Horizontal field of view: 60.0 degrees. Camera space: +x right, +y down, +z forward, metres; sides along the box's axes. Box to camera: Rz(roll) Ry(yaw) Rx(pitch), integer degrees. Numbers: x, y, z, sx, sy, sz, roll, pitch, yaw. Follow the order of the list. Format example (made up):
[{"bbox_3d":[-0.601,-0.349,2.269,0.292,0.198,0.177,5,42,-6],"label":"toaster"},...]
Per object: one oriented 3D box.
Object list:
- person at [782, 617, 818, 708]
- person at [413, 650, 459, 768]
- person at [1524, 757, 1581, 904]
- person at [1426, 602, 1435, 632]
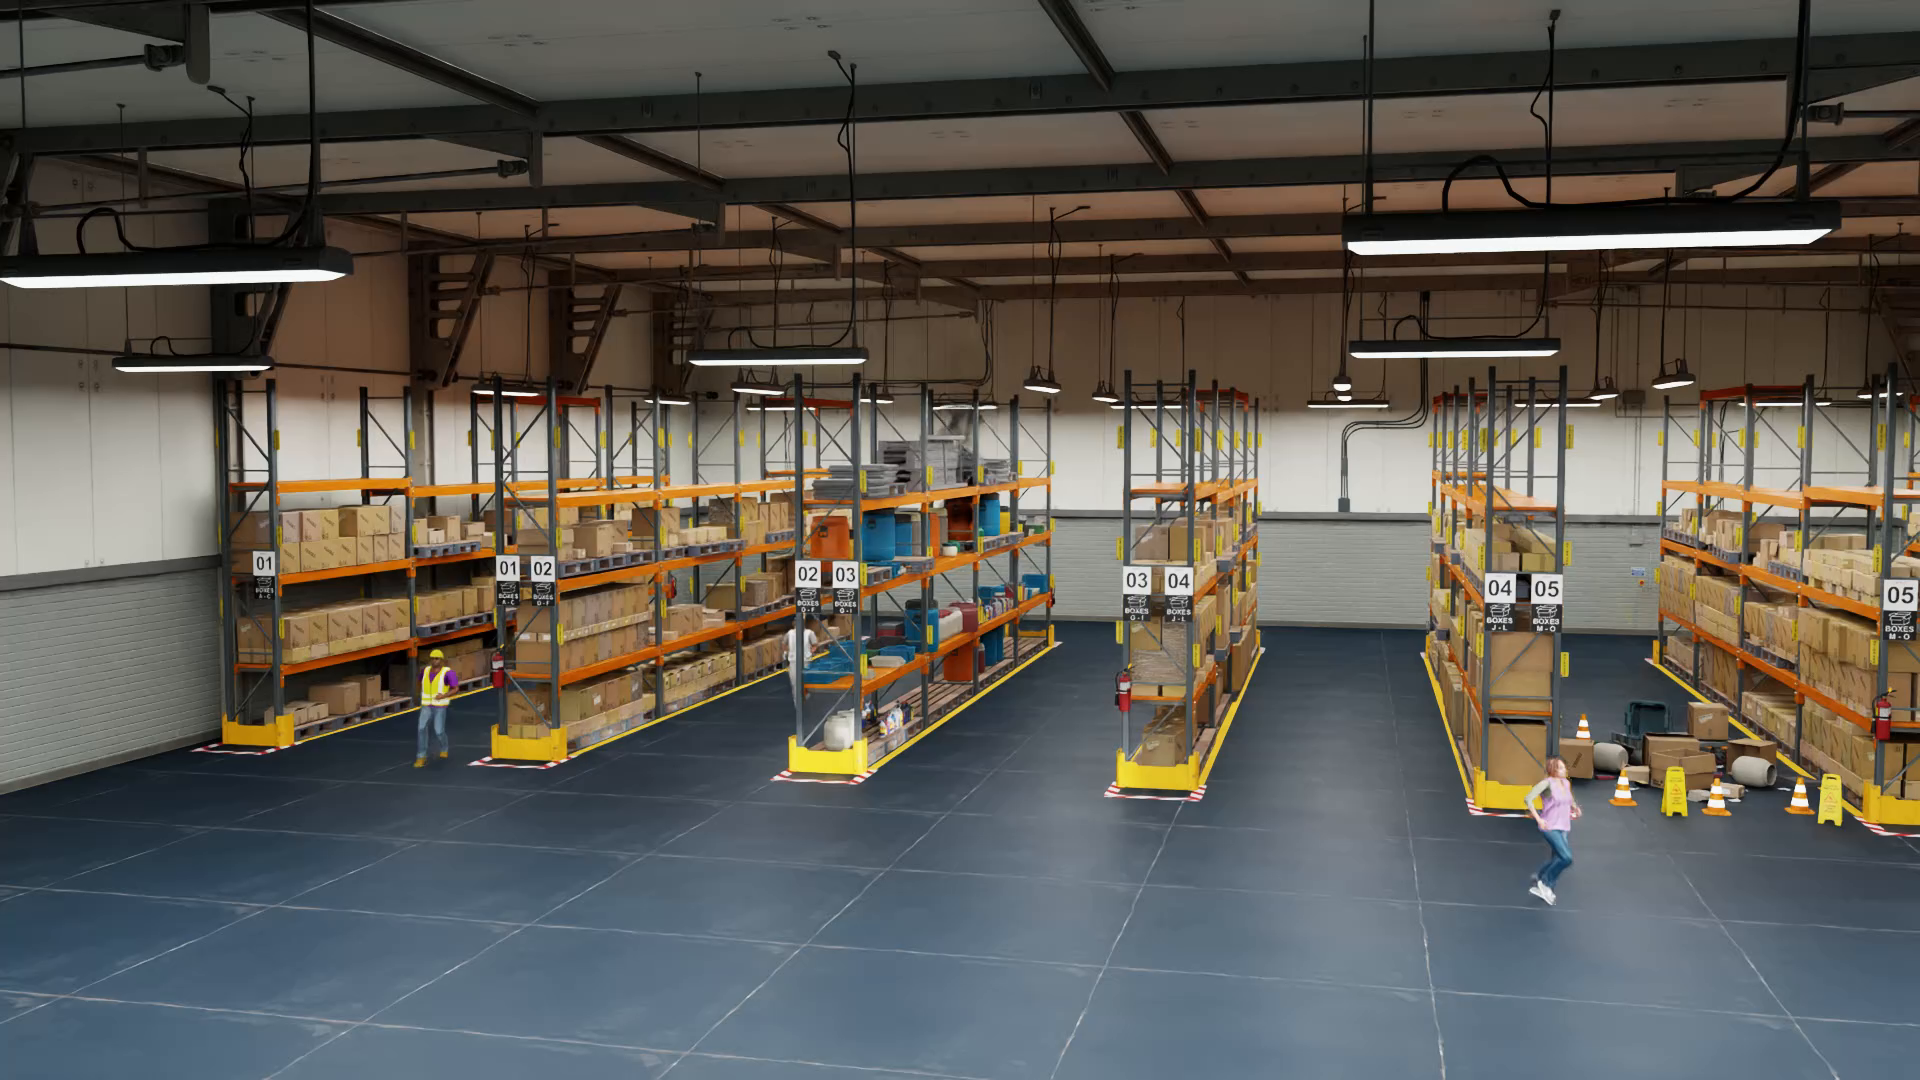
[{"bbox_3d":[-3.011,2.266,31.147,0.685,1.735,0.667,0,3,2],"label":"person"},{"bbox_3d":[-8.128,2.598,25.709,0.739,1.807,0.780,0,3,5],"label":"person"},{"bbox_3d":[6.414,3.127,17.921,0.593,1.577,0.557,-2,4,-33],"label":"person"},{"bbox_3d":[11.428,1.788,39.475,0.670,1.717,0.820,1,4,12],"label":"person"}]
